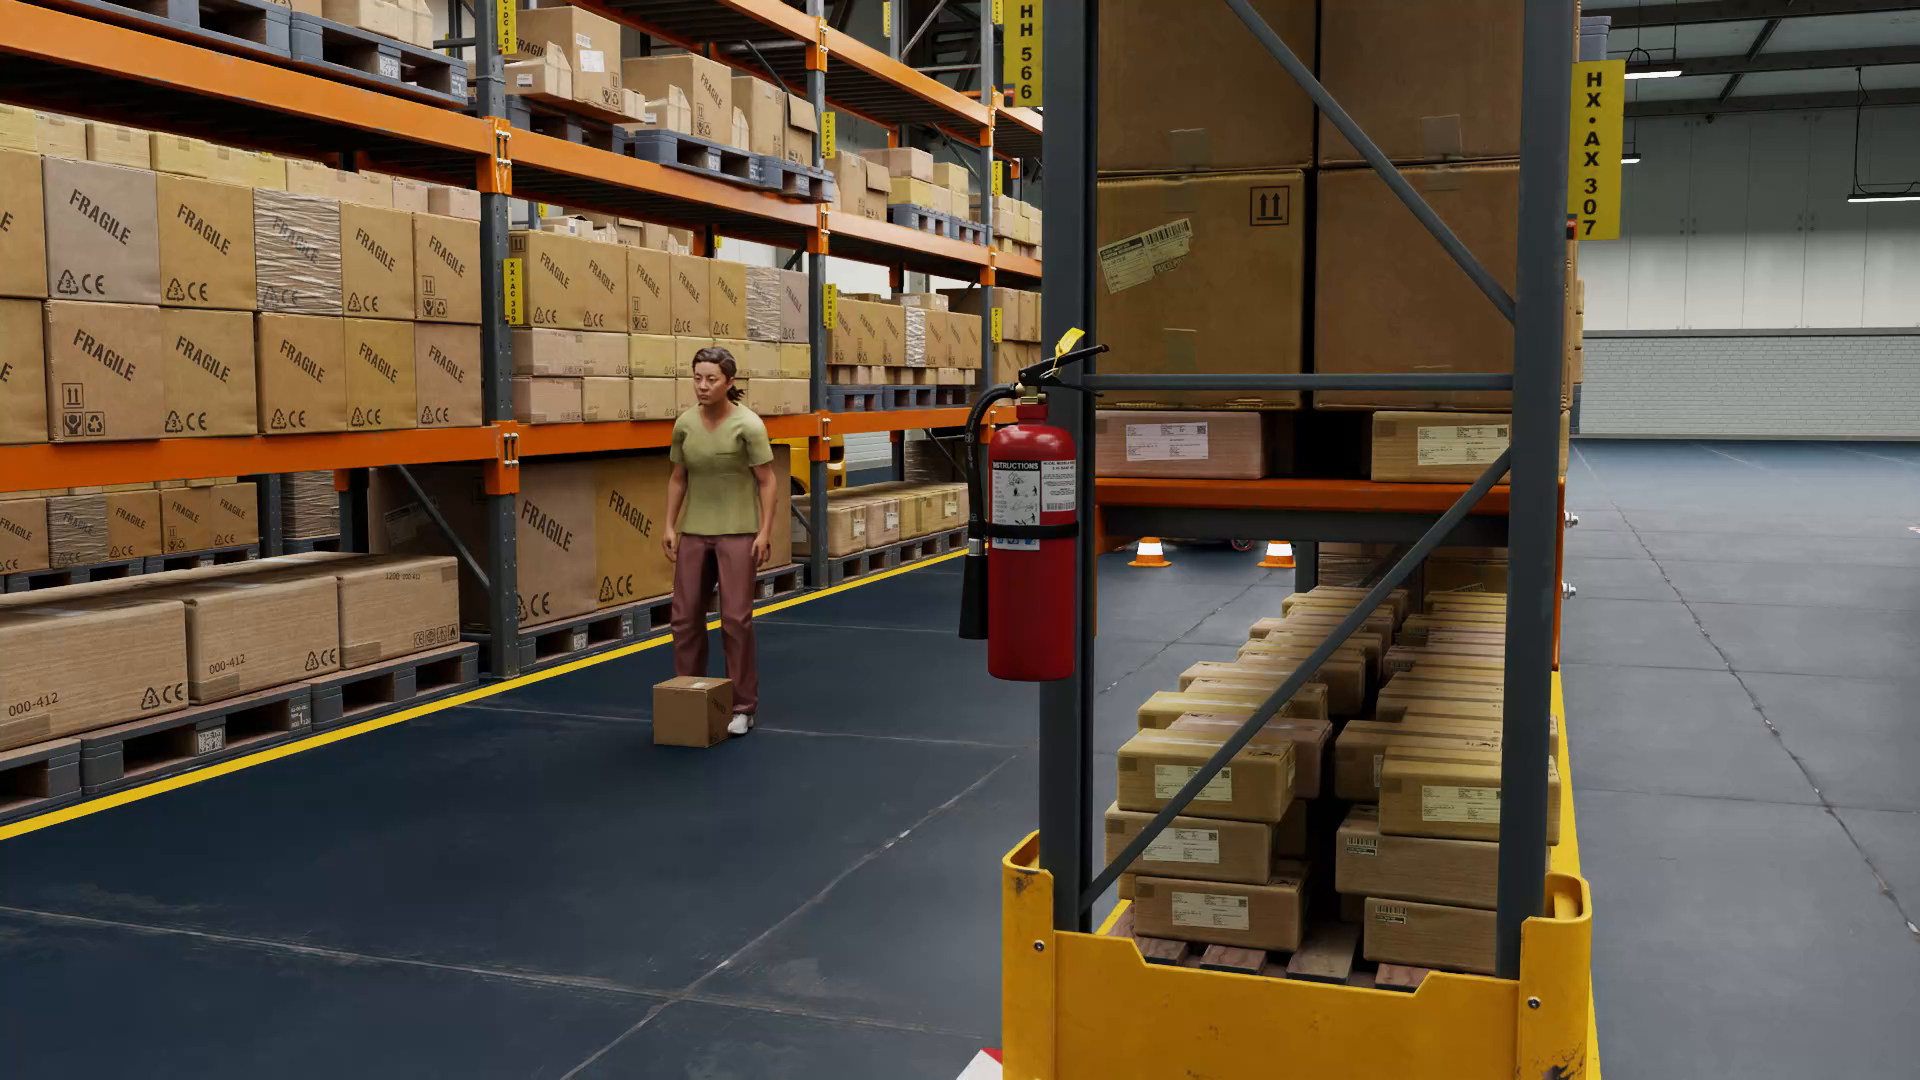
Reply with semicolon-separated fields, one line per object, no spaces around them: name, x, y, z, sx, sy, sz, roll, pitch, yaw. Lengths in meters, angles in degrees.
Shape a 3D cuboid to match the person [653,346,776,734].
person;-1.057;-0.002;7.227;0.513;1.673;0.353;2;6;17
